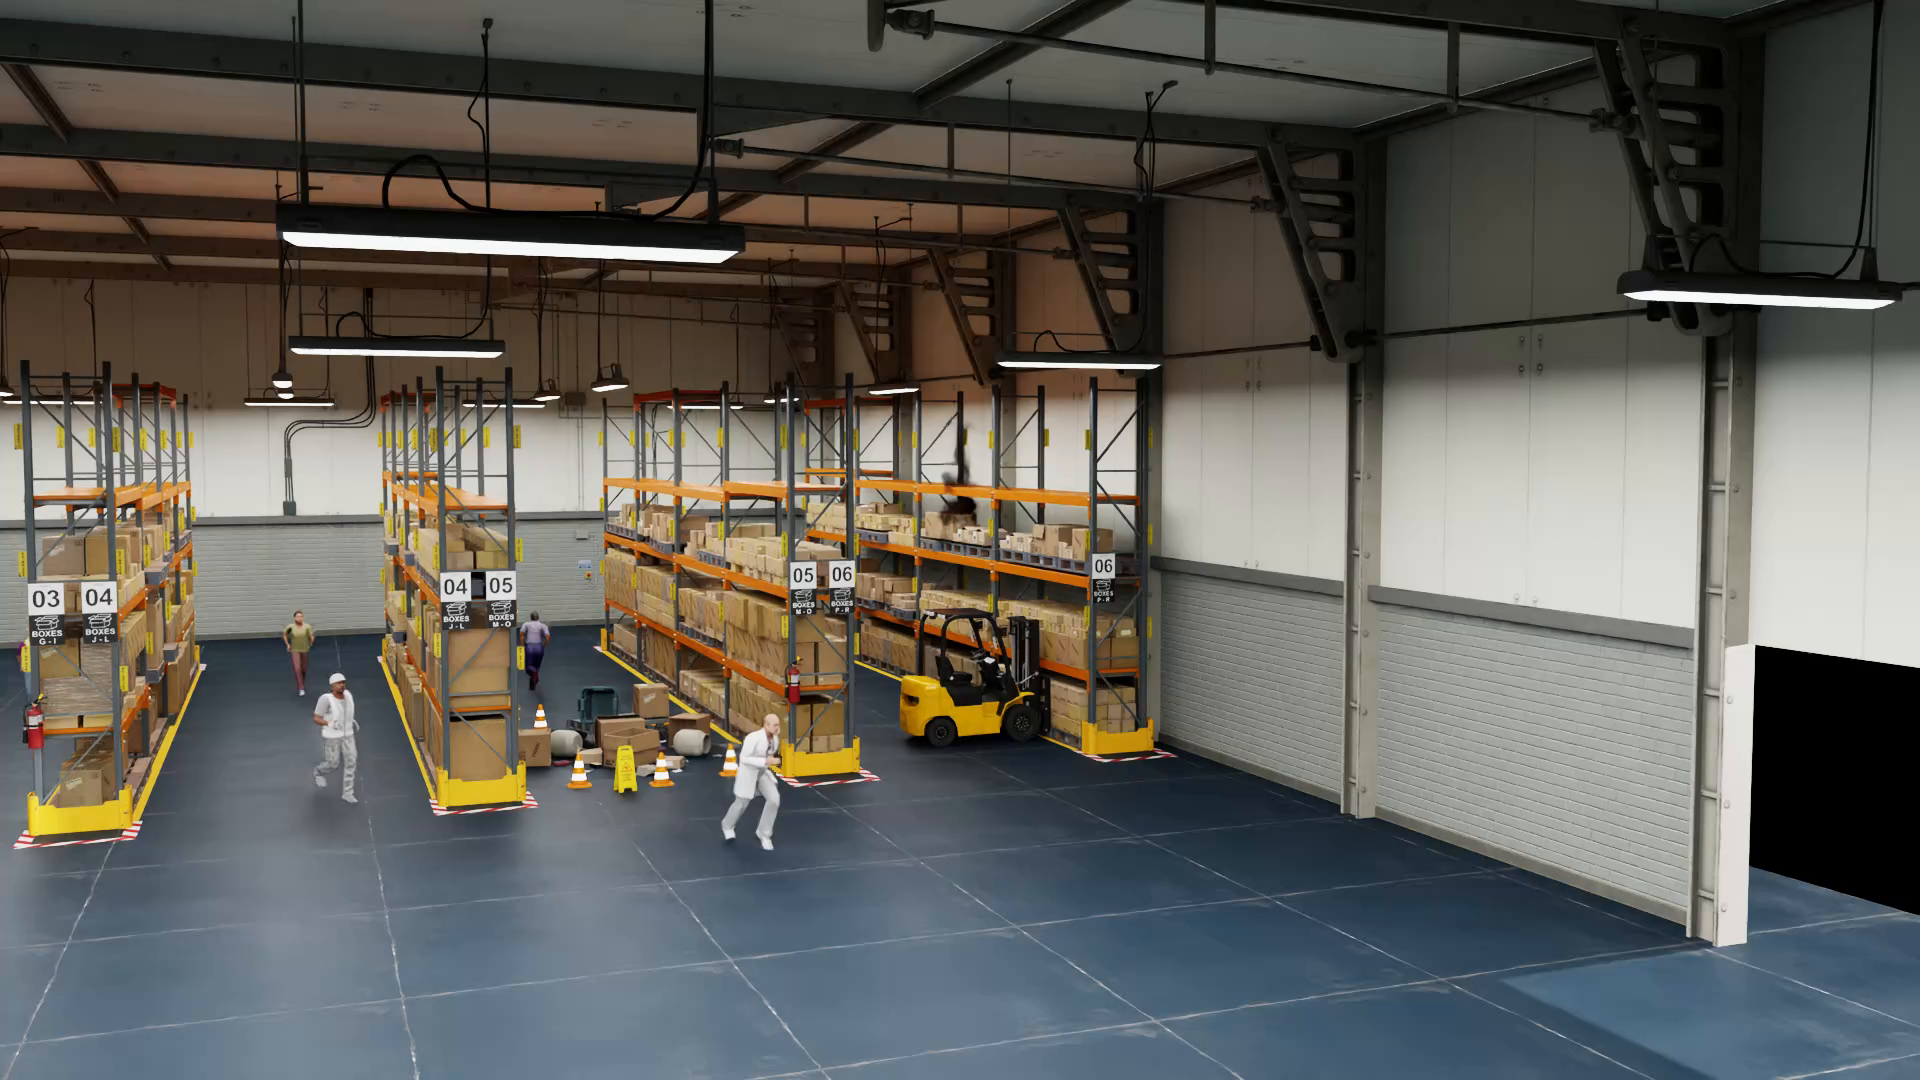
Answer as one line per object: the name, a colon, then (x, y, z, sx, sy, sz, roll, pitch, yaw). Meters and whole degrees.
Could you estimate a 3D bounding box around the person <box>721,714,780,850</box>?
person: (-2.546, 2.962, 20.485, 1.071, 1.731, 0.750, 3, 4, 39)

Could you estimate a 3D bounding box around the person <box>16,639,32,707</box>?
person: (-16.570, 2.353, 29.858, 0.702, 1.726, 0.598, -1, 4, -15)

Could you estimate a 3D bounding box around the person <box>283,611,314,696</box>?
person: (-13.059, 2.211, 32.853, 0.560, 1.654, 0.867, -2, 4, -29)

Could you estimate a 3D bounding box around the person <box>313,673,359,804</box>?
person: (-8.680, 2.743, 23.148, 0.902, 1.799, 0.688, 3, 4, 37)

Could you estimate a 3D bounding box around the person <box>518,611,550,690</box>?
person: (-8.458, 2.241, 33.066, 0.621, 1.634, 0.764, -2, 4, -24)
